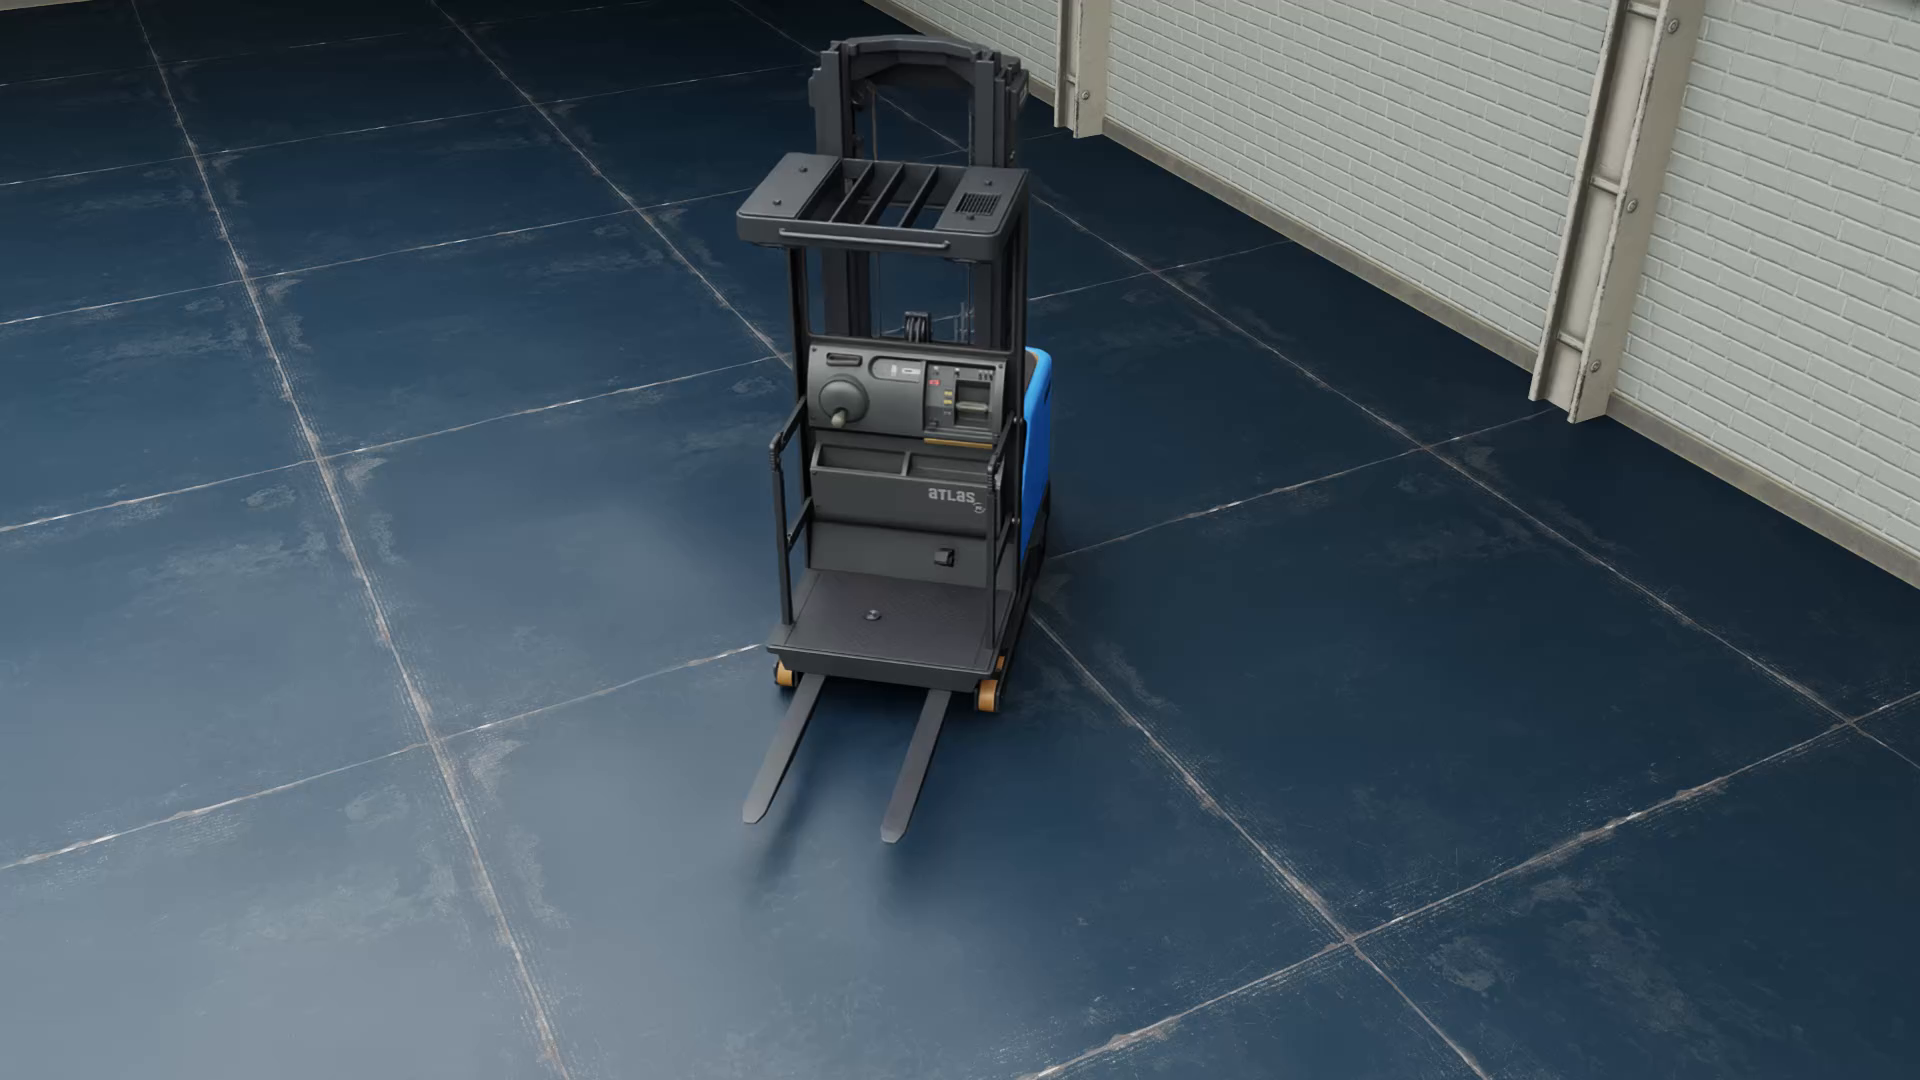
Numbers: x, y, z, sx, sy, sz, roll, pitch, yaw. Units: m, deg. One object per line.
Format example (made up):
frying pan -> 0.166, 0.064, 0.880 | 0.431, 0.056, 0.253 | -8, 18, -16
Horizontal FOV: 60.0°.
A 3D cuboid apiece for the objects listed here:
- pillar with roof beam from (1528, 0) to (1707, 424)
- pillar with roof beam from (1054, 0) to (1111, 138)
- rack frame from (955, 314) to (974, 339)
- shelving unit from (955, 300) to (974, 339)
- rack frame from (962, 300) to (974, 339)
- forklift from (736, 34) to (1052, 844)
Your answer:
pillar with roof beam -> 0.071, -3.566, 6.494 | 9.100, 9.000, 0.400 | -16, 36, -23
pillar with roof beam -> -2.726, -6.430, 10.963 | 9.100, 9.000, 0.400 | -16, 36, -23
rack frame -> 0.090, -0.693, 9.239 | 0.240, 1.200, 0.006 | 6, 33, 10
shelving unit -> 0.109, -0.742, 9.314 | 0.258, 1.200, 0.189 | 6, 33, 10
rack frame -> 0.127, -0.790, 9.390 | 0.240, 1.200, 0.006 | 6, 33, 10
forklift -> -0.291, -0.626, 7.528 | 1.130, 2.935, 3.031 | 6, 33, 10
